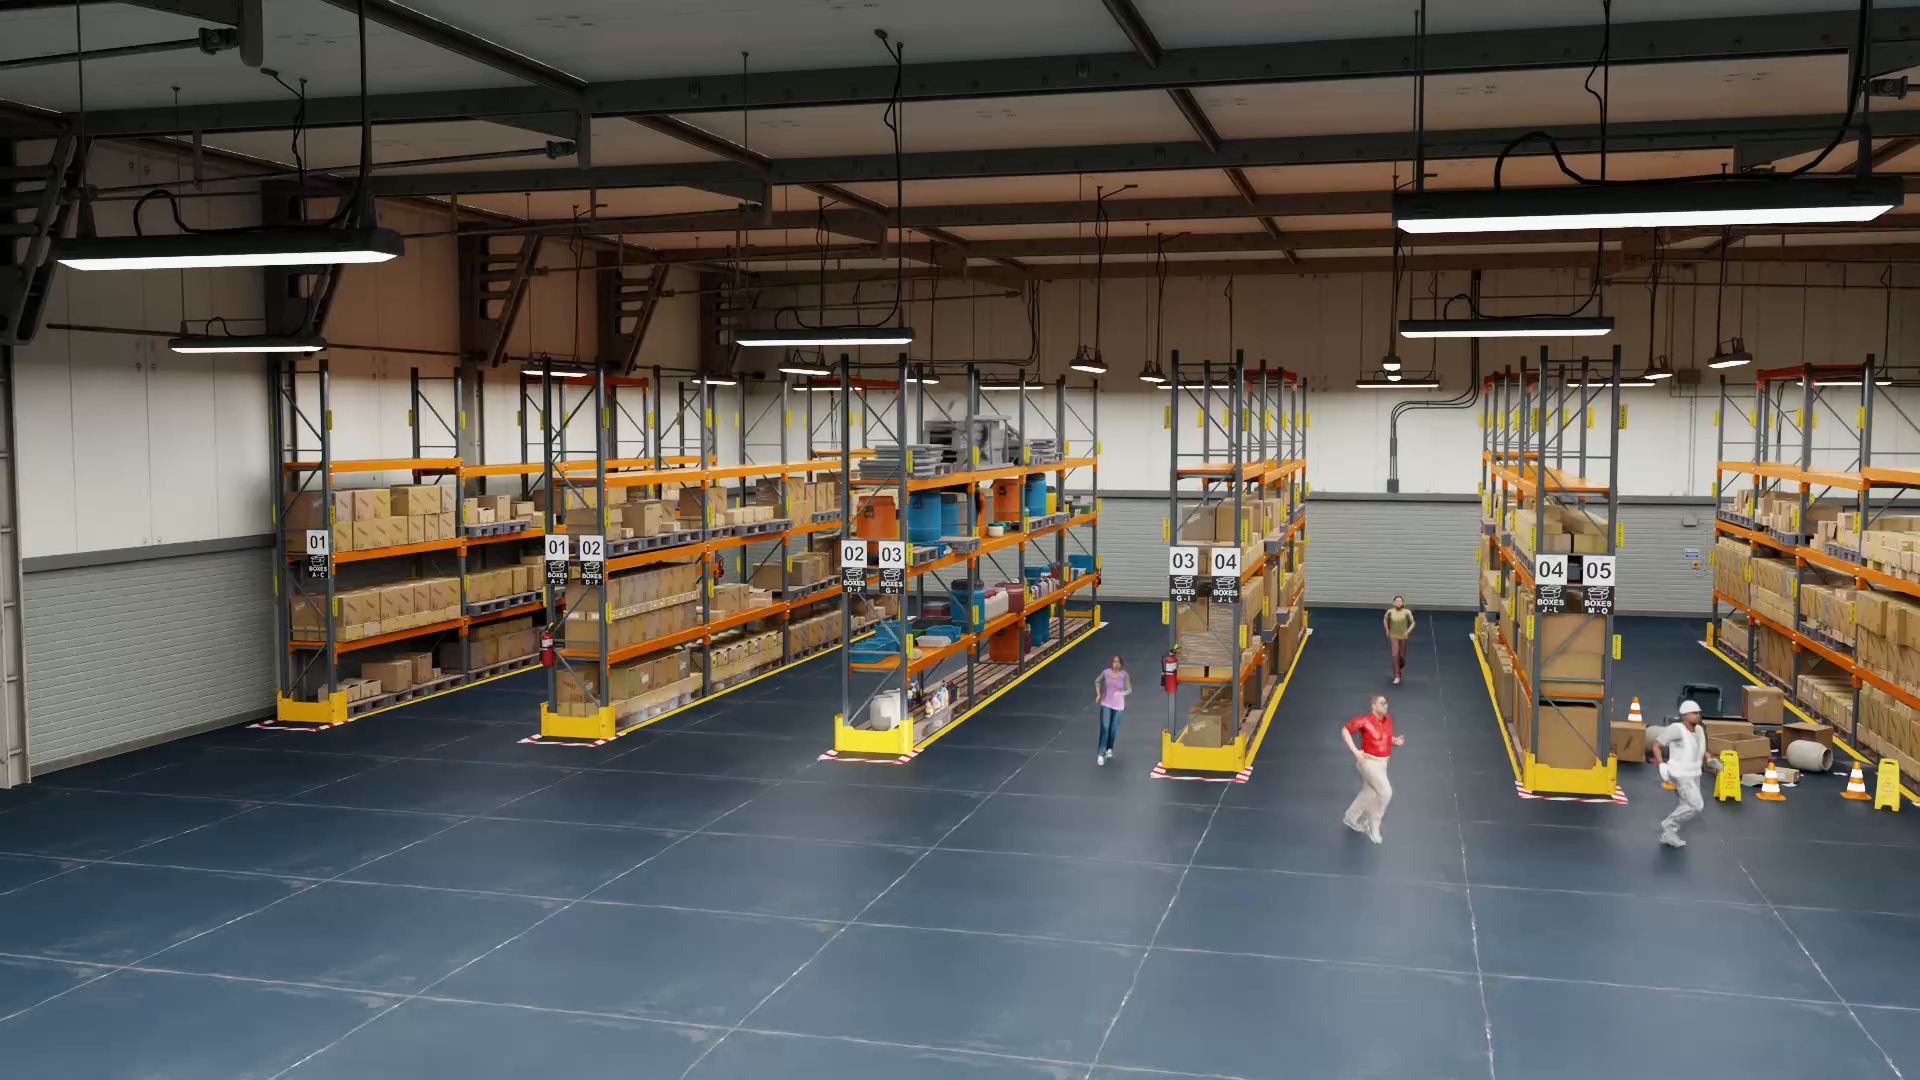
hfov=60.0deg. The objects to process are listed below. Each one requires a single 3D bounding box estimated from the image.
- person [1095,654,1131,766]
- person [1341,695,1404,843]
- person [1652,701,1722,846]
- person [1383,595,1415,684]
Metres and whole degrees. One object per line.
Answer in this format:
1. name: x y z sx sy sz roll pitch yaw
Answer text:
1. person: 2.241 2.474 24.355 0.526 1.624 0.670 0 4 4
2. person: 4.949 2.731 19.957 0.640 1.768 0.803 -4 6 -43
3. person: 8.464 2.731 19.315 0.675 1.732 0.697 -3 5 -33
4. person: 8.432 1.888 31.964 0.591 1.667 0.850 1 4 14
